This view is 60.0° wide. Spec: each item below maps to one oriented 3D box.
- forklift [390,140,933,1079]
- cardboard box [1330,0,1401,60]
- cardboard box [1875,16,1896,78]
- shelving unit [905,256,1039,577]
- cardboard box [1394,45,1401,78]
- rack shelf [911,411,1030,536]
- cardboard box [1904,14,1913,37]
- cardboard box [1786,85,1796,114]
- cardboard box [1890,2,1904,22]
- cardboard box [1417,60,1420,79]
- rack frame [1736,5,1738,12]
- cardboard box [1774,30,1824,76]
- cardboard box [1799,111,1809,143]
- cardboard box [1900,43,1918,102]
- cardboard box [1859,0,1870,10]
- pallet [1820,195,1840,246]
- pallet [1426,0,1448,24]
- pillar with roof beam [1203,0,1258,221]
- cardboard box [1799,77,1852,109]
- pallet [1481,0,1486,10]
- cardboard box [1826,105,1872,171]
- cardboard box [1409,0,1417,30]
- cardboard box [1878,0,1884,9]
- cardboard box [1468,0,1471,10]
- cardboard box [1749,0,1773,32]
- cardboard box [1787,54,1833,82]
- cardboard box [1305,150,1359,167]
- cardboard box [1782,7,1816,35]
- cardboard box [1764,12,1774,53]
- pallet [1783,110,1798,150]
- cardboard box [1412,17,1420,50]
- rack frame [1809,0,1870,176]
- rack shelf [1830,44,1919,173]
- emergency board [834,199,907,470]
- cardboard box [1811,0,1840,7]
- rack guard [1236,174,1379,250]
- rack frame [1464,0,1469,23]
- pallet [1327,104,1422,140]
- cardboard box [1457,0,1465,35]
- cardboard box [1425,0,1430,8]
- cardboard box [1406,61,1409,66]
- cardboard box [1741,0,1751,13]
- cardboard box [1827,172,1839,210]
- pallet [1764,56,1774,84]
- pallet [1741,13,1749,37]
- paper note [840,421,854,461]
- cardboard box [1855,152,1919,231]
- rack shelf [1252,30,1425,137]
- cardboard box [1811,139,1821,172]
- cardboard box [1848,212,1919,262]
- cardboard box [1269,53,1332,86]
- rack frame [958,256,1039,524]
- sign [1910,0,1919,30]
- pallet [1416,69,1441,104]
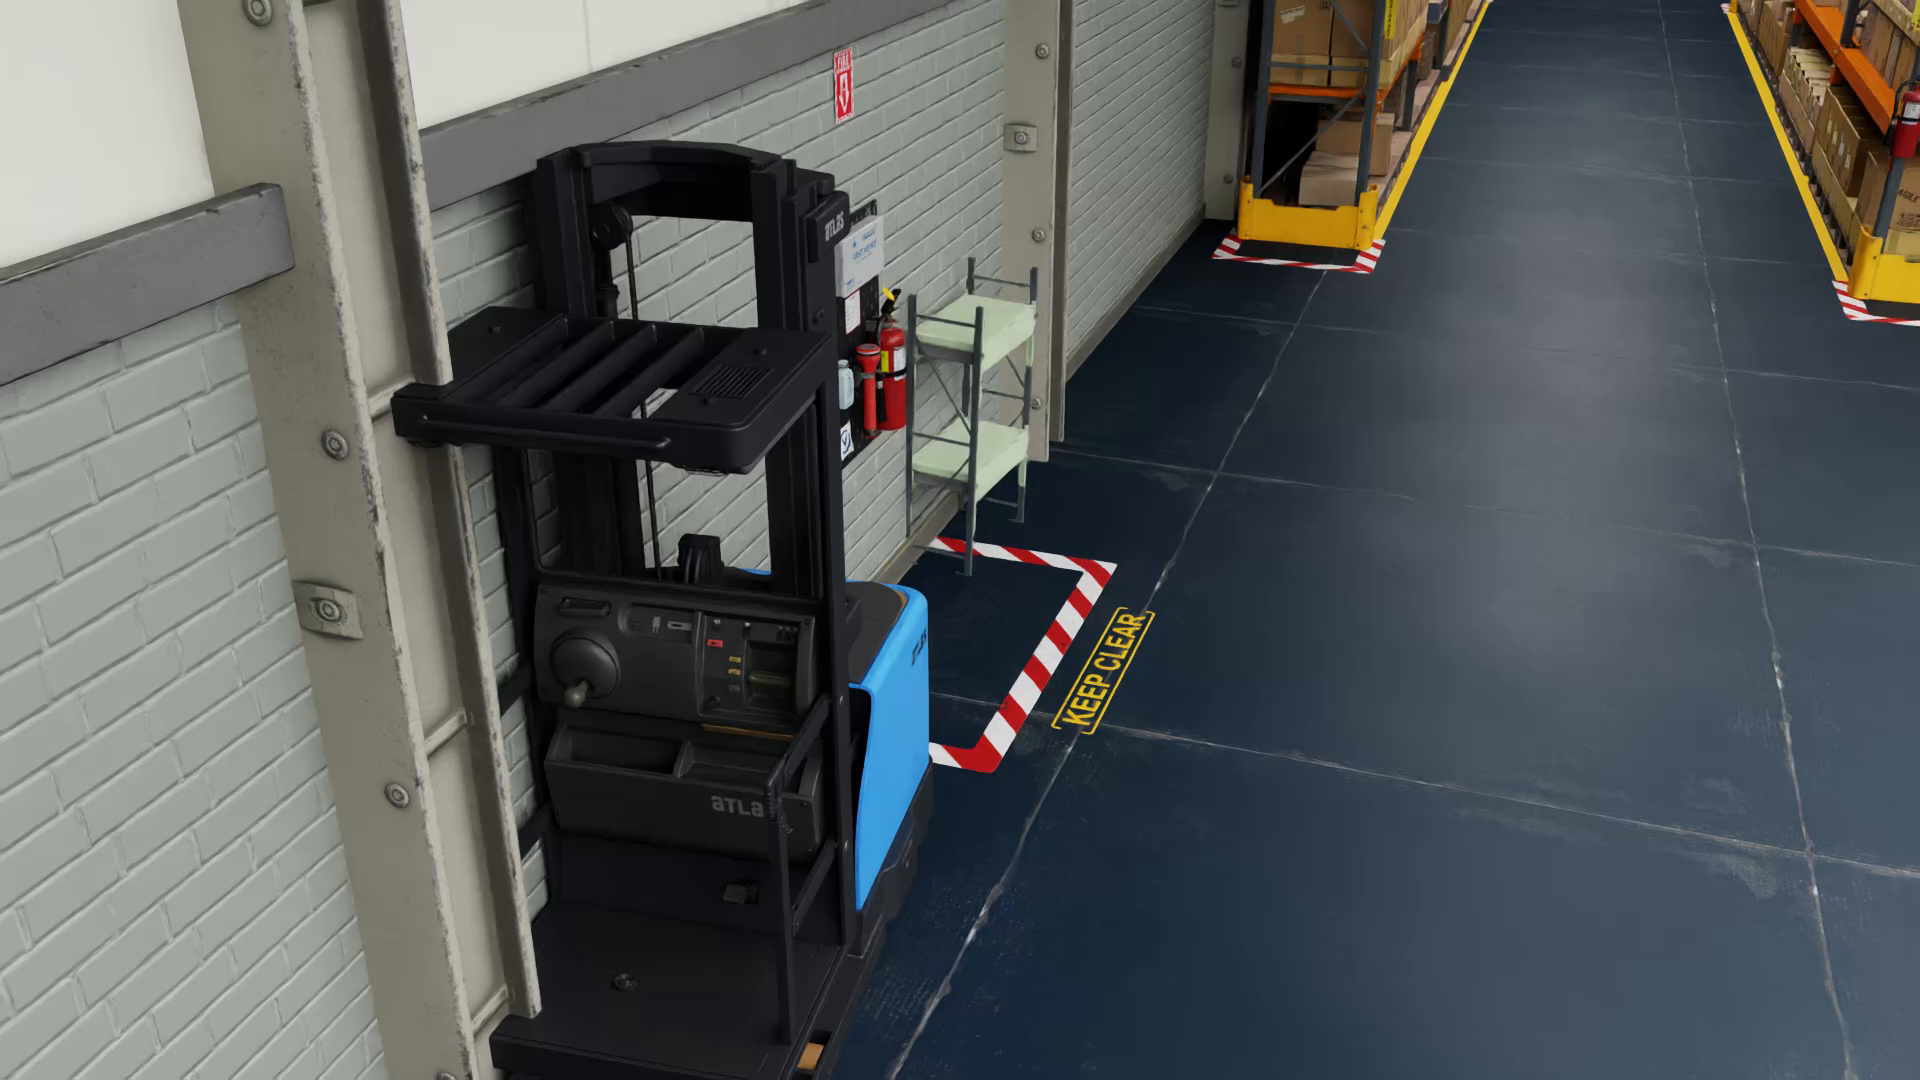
[{"bbox_3d":[-0.953,0.403,5.054,1.130,2.935,3.031,6,26,12],"label":"forklift"},{"bbox_3d":[3.472,-4.418,14.221,0.500,0.500,0.500,9,27,18],"label":"cardboard box"},{"bbox_3d":[8.552,-4.352,14.681,0.700,0.500,0.500,9,27,18],"label":"cardboard box"},{"bbox_3d":[0.052,-0.661,8.882,0.431,1.500,0.755,13,29,21],"label":"shelving unit"},{"bbox_3d":[3.651,-4.298,14.834,0.500,0.250,0.500,8,27,16],"label":"cardboard box"},{"bbox_3d":[0.040,-0.370,9.029,0.431,0.370,0.720,13,29,21],"label":"rack shelf"},{"bbox_3d":[7.993,-4.215,13.654,0.380,0.149,0.250,10,27,19],"label":"cardboard box"},{"bbox_3d":[9.580,-4.915,18.632,0.500,0.250,0.500,8,27,16],"label":"cardboard box"},{"bbox_3d":[8.249,-4.531,14.307,0.380,0.149,0.250,9,27,17],"label":"cardboard box"},{"bbox_3d":[5.220,-5.849,20.251,0.700,0.500,0.500,9,27,17],"label":"cardboard box"},{"bbox_3d":[13.027,-9.845,26.141,1.000,3.000,0.127,9,27,17],"label":"rack frame"},{"bbox_3d":[10.454,-6.048,20.664,0.500,0.500,0.500,10,28,19],"label":"cardboard box"},{"bbox_3d":[9.068,-4.285,17.331,0.500,0.250,0.500,8,27,17],"label":"cardboard box"},{"bbox_3d":[8.040,-3.721,13.378,0.700,0.500,0.500,9,27,19],"label":"cardboard box"},{"bbox_3d":[9.480,-5.488,17.028,0.500,0.500,0.500,11,28,21],"label":"cardboard box"},{"bbox_3d":[8.325,-2.834,14.862,1.003,0.211,1.213,9,27,17],"label":"pallet"},{"bbox_3d":[4.752,-5.837,18.083,1.003,0.211,1.213,9,27,17],"label":"pallet"},{"bbox_3d":[6.507,-6.475,12.298,9.100,9.000,0.400,9,27,17],"label":"pillar with roof beam"},{"bbox_3d":[9.233,-4.745,17.637,0.500,0.311,0.500,9,27,17],"label":"cardboard box"},{"bbox_3d":[8.162,-8.966,27.527,1.003,0.211,1.213,9,27,17],"label":"pallet"},{"bbox_3d":[8.251,-3.646,15.151,0.500,0.500,0.500,9,27,17],"label":"cardboard box"},{"bbox_3d":[3.984,-5.045,15.516,0.500,0.500,0.500,10,27,19],"label":"cardboard box"},{"bbox_3d":[8.508,-4.850,14.967,0.380,0.149,0.250,8,27,17],"label":"cardboard box"},{"bbox_3d":[7.539,-8.480,25.709,0.700,0.500,0.500,8,27,17],"label":"cardboard box"},{"bbox_3d":[11.618,-7.549,23.763,0.500,0.500,0.500,9,27,17],"label":"cardboard box"},{"bbox_3d":[9.746,-5.371,18.931,0.500,0.311,0.500,8,27,16],"label":"cardboard box"},{"bbox_3d":[3.535,-3.480,15.575,0.500,0.311,0.500,11,28,22],"label":"cardboard box"},{"bbox_3d":[10.469,-6.410,20.549,0.500,0.250,0.500,10,28,19],"label":"cardboard box"},{"bbox_3d":[10.964,-6.685,21.979,0.500,0.500,0.500,9,27,18],"label":"cardboard box"},{"bbox_3d":[9.646,-4.470,18.239,1.003,0.211,1.213,9,27,17],"label":"pallet"},{"bbox_3d":[4.163,-4.921,16.120,0.500,0.250,0.500,9,27,17],"label":"cardboard box"},{"bbox_3d":[9.033,-4.913,15.956,1.000,3.000,0.127,9,27,17],"label":"rack frame"},{"bbox_3d":[8.368,-3.768,14.415,1.077,0.370,4.000,9,27,17],"label":"rack shelf"},{"bbox_3d":[-0.408,-0.924,7.716,0.194,1.169,0.643,9,27,17],"label":"emergency board"},{"bbox_3d":[9.884,-6.177,18.669,0.500,0.311,0.500,8,27,17],"label":"cardboard box"},{"bbox_3d":[3.055,-2.892,14.650,1.175,0.500,0.348,9,27,17],"label":"rack guard"},{"bbox_3d":[7.023,-8.918,24.226,1.000,3.000,0.127,9,27,17],"label":"rack frame"},{"bbox_3d":[4.619,-4.695,18.705,1.003,0.211,1.213,9,27,17],"label":"pallet"},{"bbox_3d":[6.636,-7.487,23.257,0.750,0.750,0.750,10,27,19],"label":"cardboard box"},{"bbox_3d":[4.495,-5.670,16.807,0.500,0.500,0.500,9,27,17],"label":"cardboard box"},{"bbox_3d":[4.715,-5.228,18.968,0.700,0.500,0.500,8,27,16],"label":"cardboard box"},{"bbox_3d":[12.245,-8.212,25.419,0.500,0.250,0.500,9,27,17],"label":"cardboard box"},{"bbox_3d":[8.090,-3.102,14.889,0.500,0.250,0.500,9,27,17],"label":"cardboard box"},{"bbox_3d":[11.056,-6.103,21.613,1.003,0.211,1.213,9,27,17],"label":"pallet"},{"bbox_3d":[12.329,-7.731,24.975,1.003,0.211,1.213,9,27,17],"label":"pallet"},{"bbox_3d":[-0.532,-0.464,7.778,0.016,0.148,0.142,9,27,17],"label":"paper note"},{"bbox_3d":[7.600,-2.822,13.449,0.500,0.500,0.500,9,27,17],"label":"cardboard box"},{"bbox_3d":[3.695,-4.484,15.895,1.077,0.370,4.000,9,27,17],"label":"rack shelf"},{"bbox_3d":[8.593,-3.718,16.161,0.500,0.250,0.500,9,27,17],"label":"cardboard box"},{"bbox_3d":[7.602,-2.484,13.612,0.500,0.250,0.500,9,27,17],"label":"cardboard box"},{"bbox_3d":[3.002,-4.148,14.524,0.500,0.250,0.500,9,27,18],"label":"cardboard box"},{"bbox_3d":[0.202,-0.806,9.183,0.400,1.500,0.023,13,29,21],"label":"rack frame"},{"bbox_3d":[7.195,-3.982,12.431,0.100,0.325,0.005,9,27,17],"label":"sign"},{"bbox_3d":[5.430,-5.698,20.776,1.003,0.211,1.213,9,27,17],"label":"pallet"}]
